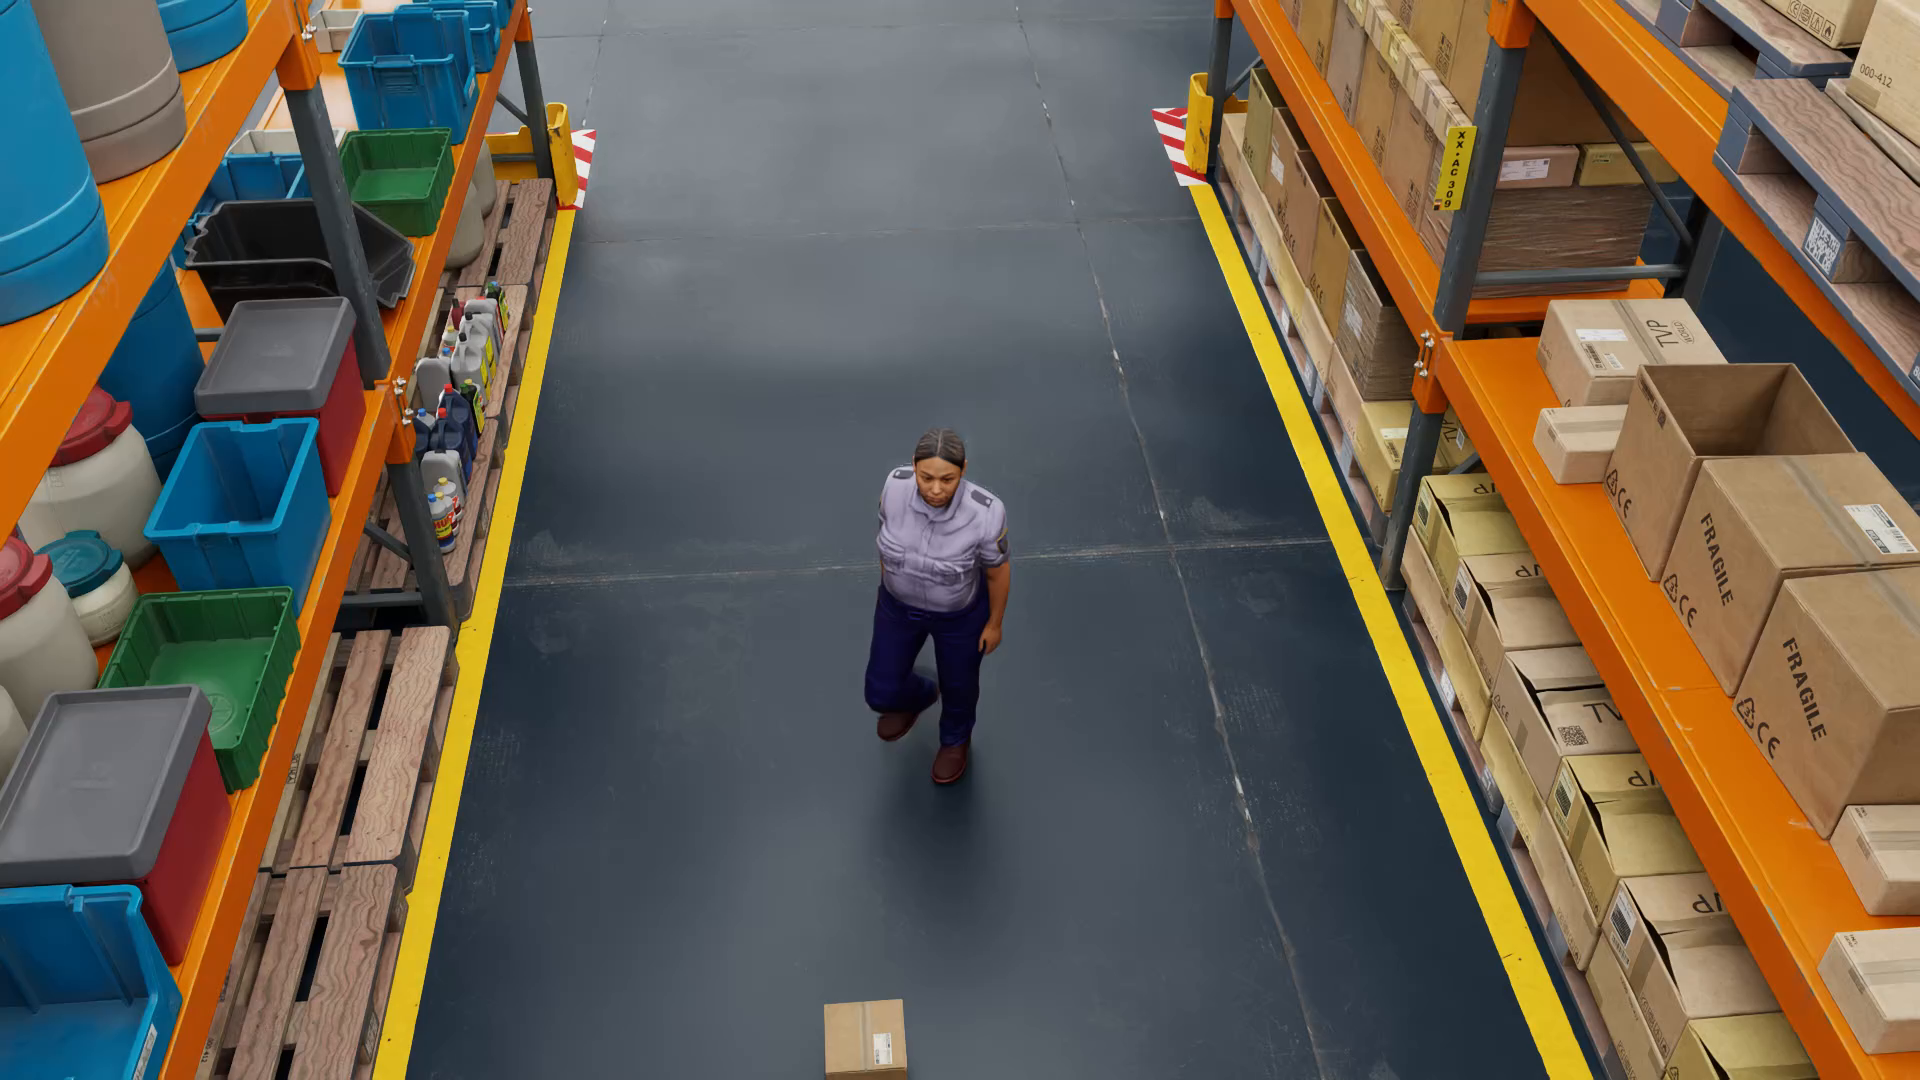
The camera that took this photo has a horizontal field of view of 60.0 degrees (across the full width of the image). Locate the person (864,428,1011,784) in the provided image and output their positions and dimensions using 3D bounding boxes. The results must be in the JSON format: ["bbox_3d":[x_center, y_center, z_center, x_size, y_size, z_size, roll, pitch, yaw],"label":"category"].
[{"bbox_3d":[-0.080,0.232,5.868,0.539,1.638,0.461,11,41,13],"label":"person"}]
